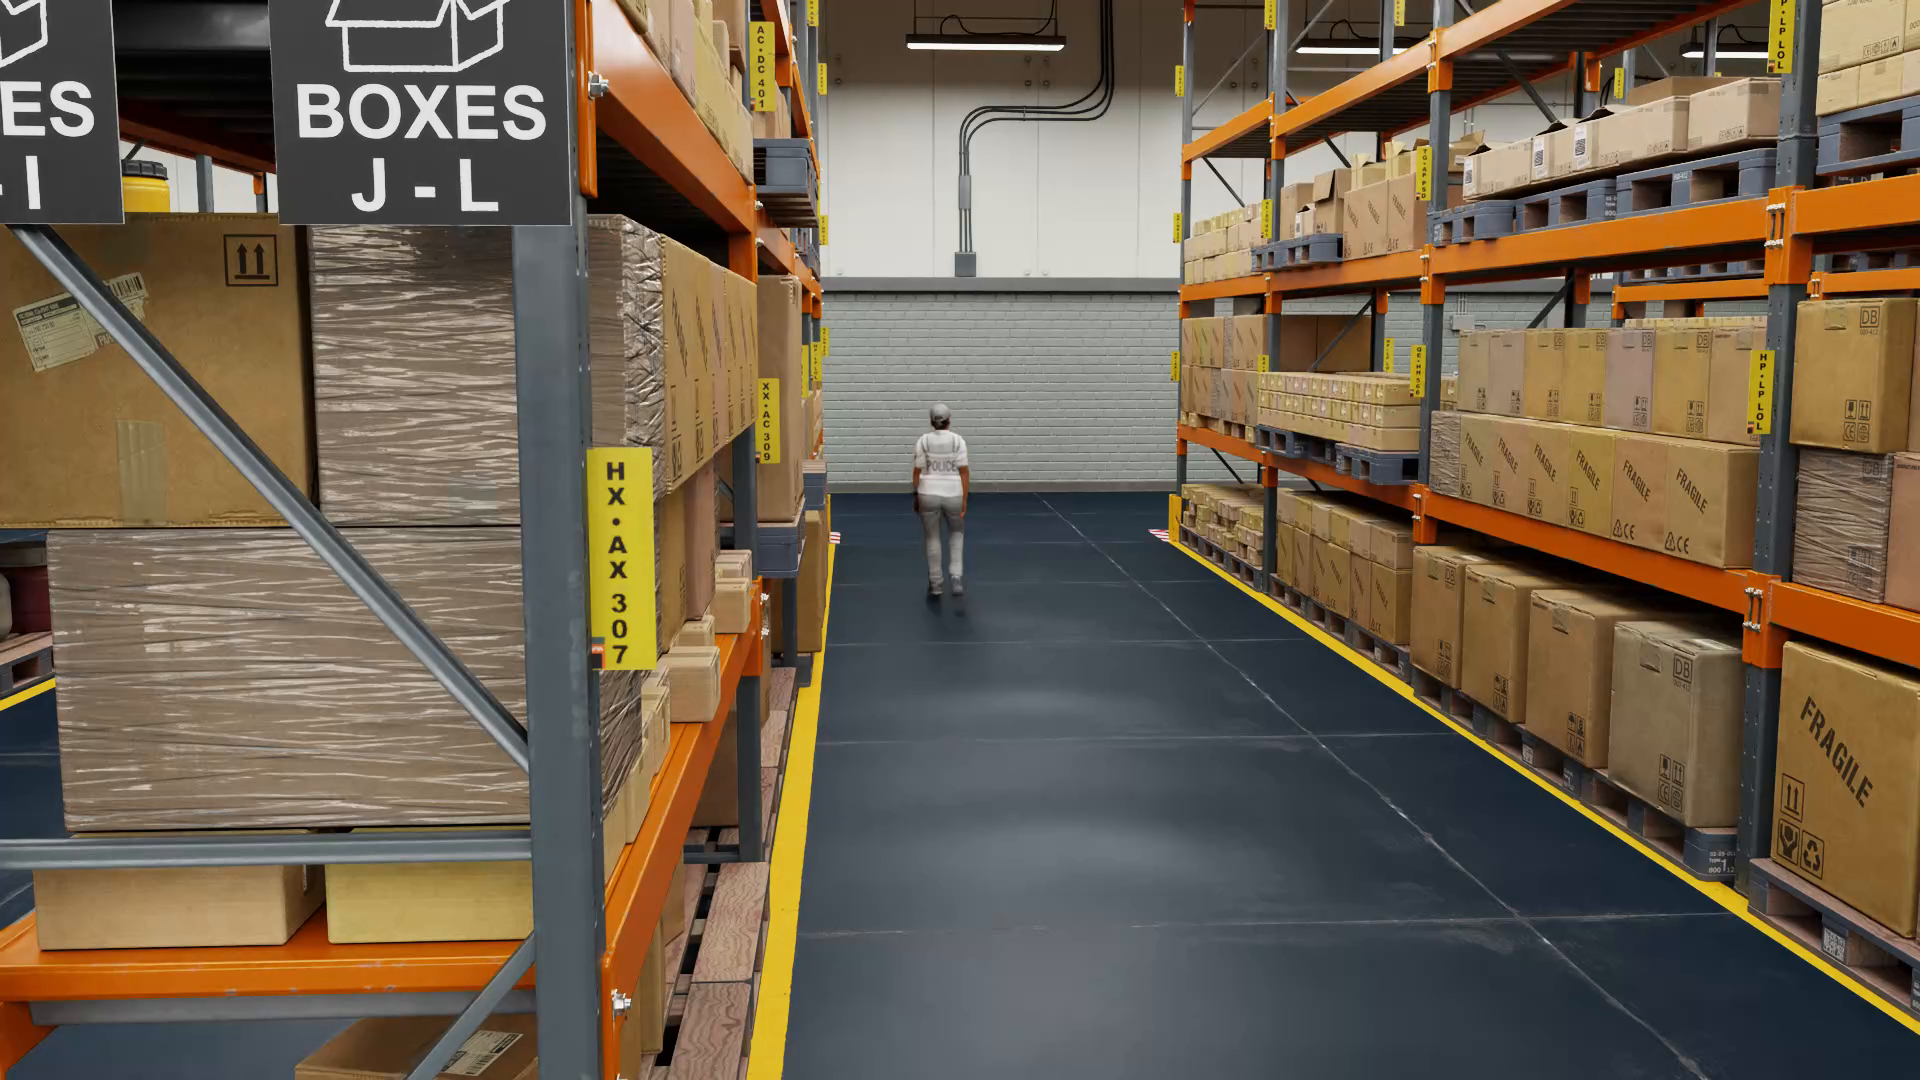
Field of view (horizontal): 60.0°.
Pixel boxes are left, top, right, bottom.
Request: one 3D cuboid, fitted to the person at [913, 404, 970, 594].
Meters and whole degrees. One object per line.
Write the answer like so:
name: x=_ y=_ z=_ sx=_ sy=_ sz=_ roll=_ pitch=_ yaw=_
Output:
person: x=-0.170 y=-0.332 z=14.508 sx=0.479 sy=1.712 sz=0.475 roll=-1 pitch=7 yaw=-5
